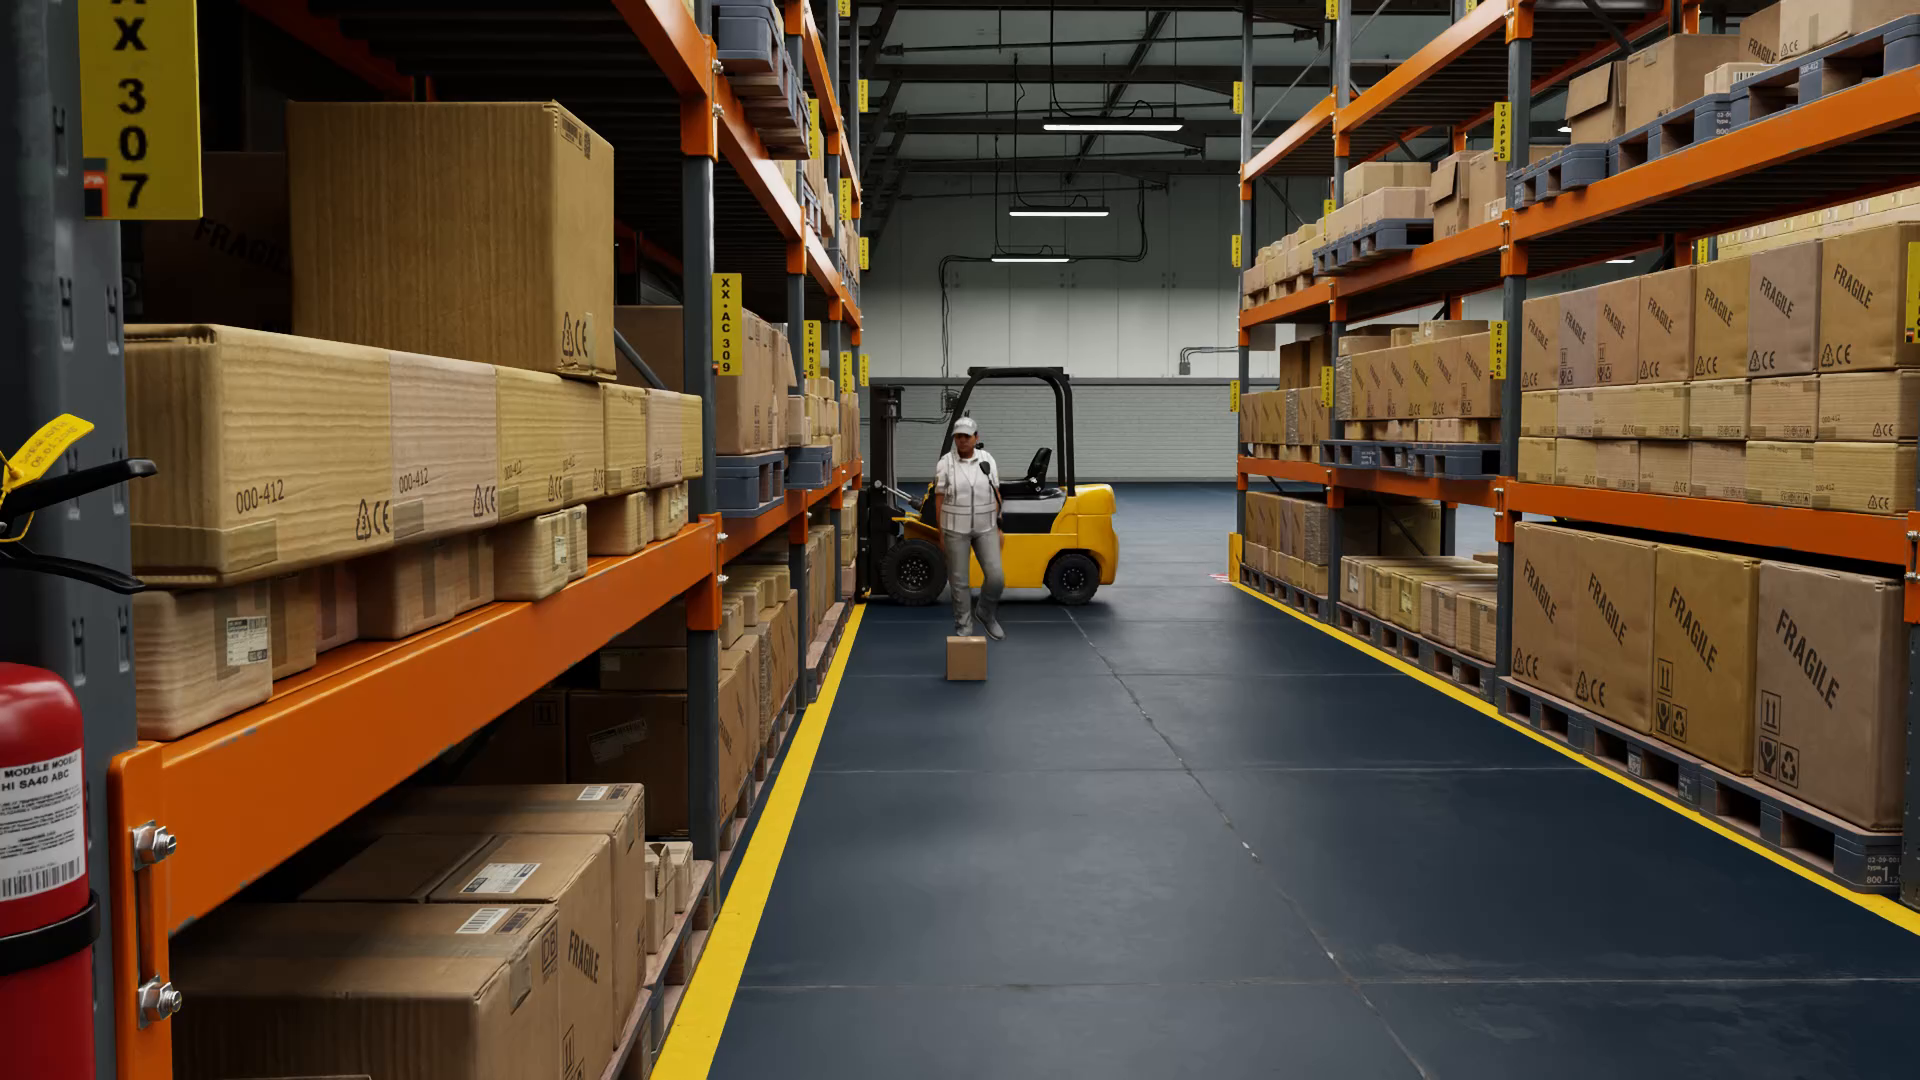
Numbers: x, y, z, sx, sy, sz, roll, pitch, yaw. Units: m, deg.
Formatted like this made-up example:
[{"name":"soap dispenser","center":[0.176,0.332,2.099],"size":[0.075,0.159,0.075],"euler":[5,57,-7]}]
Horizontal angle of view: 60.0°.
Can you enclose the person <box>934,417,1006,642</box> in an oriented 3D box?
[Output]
[{"name":"person","center":[0.077,-0.049,11.928],"size":[0.524,1.659,0.493],"euler":[0,4,-6]}]
